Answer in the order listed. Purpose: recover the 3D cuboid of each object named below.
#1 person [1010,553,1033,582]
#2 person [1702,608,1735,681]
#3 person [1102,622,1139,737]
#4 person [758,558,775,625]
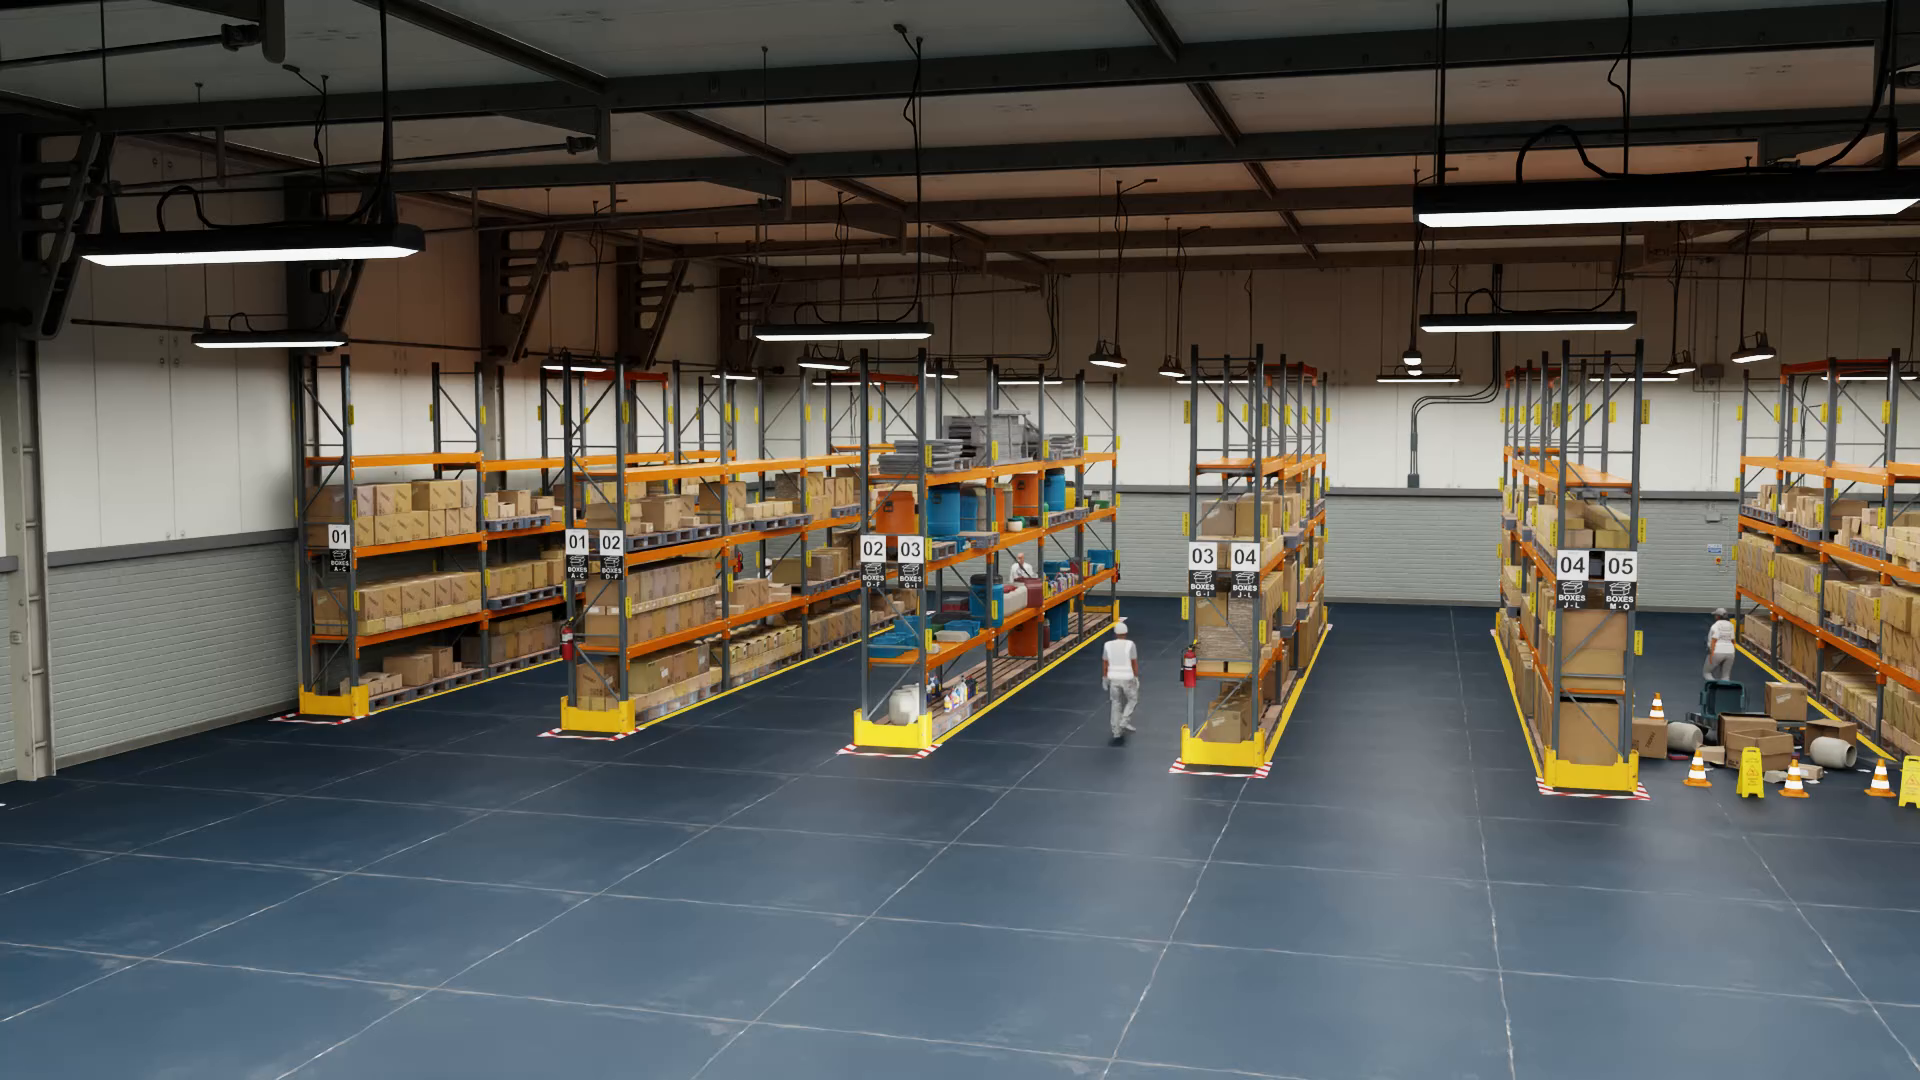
[{"bbox_3d":[1.417,1.171,39.242,0.653,1.718,1.102,1,4,17],"label":"person"},{"bbox_3d":[13.206,2.028,28.895,0.521,1.702,0.435,-1,4,-12],"label":"person"},{"bbox_3d":[2.514,2.166,25.907,0.597,1.775,0.378,2,5,25],"label":"person"},{"bbox_3d":[-4.381,1.298,37.681,0.570,1.773,0.502,3,6,39],"label":"person"}]
